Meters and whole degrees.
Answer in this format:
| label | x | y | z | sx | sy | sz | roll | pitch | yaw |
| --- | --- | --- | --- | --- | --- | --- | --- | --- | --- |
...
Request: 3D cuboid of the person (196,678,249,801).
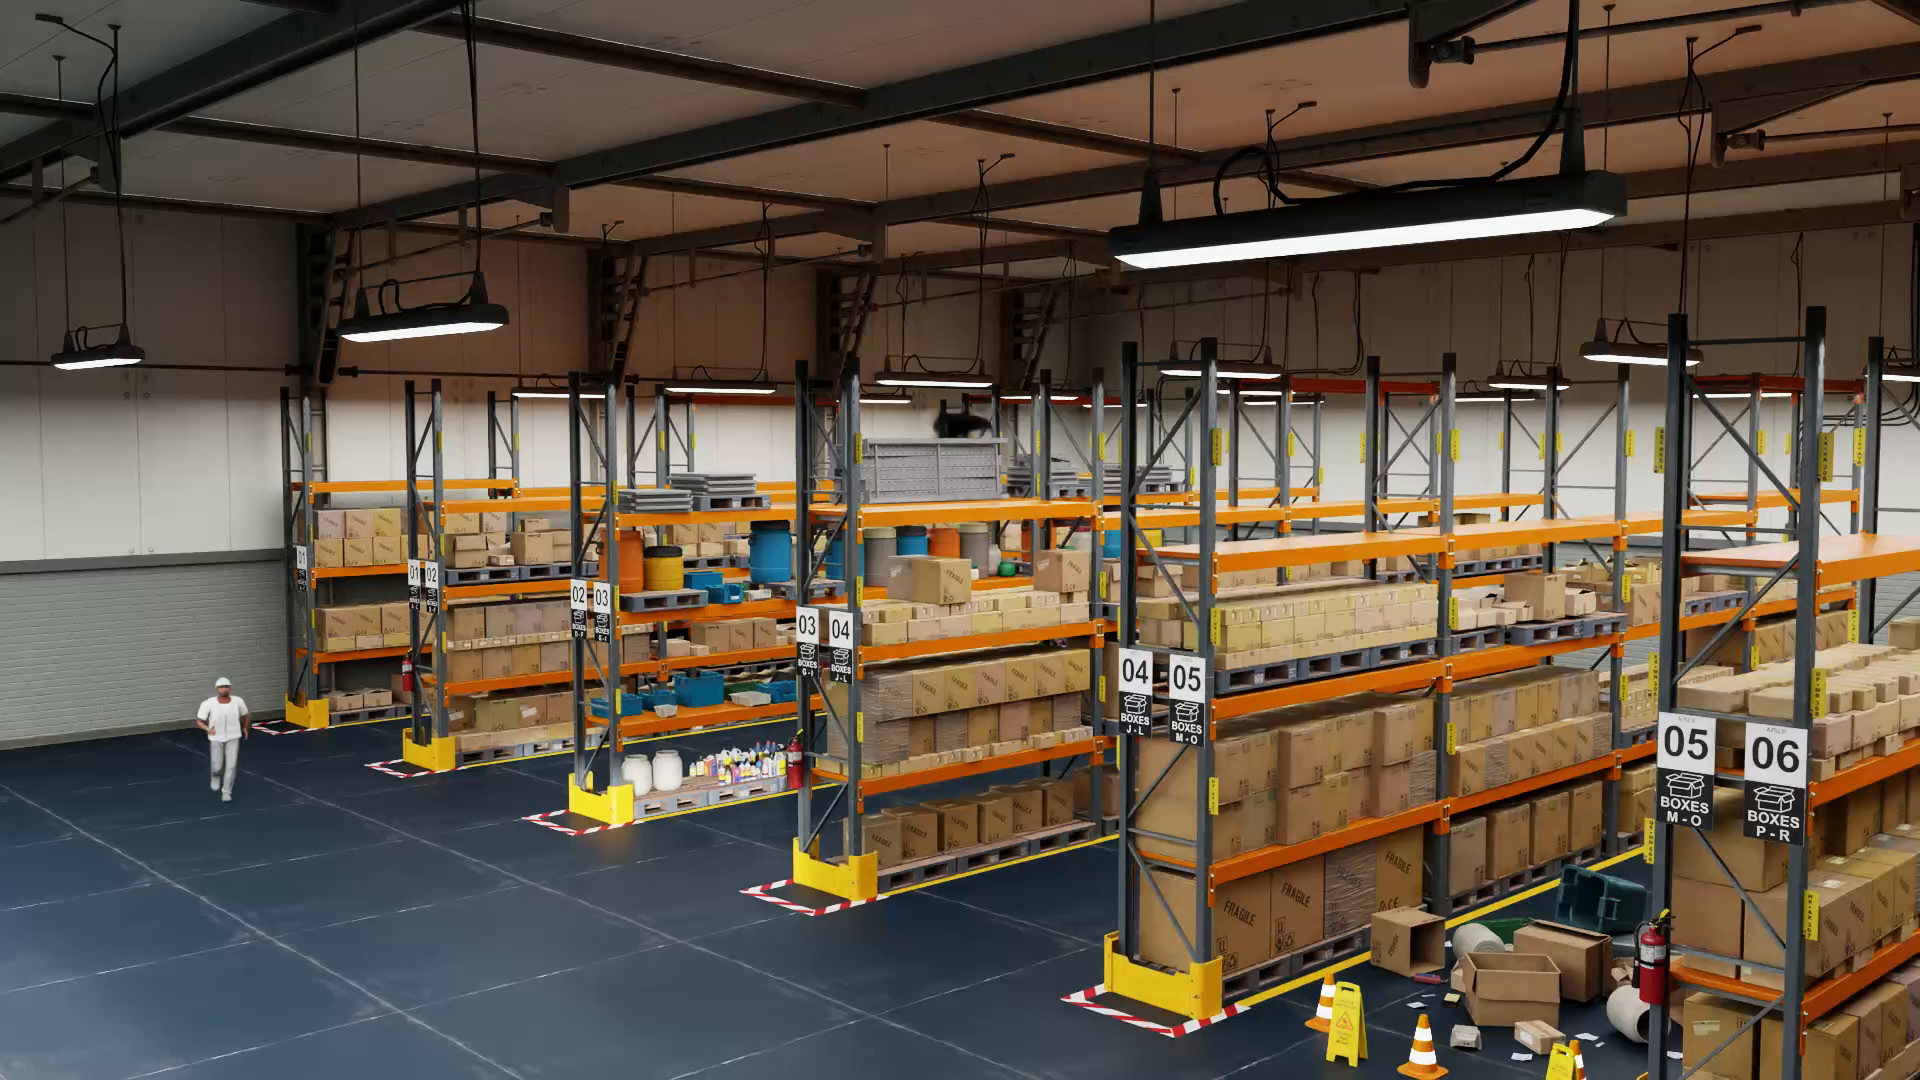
| label | x | y | z | sx | sy | sz | roll | pitch | yaw |
| --- | --- | --- | --- | --- | --- | --- | --- | --- | --- |
| person | -10.396 | 2.799 | 23.494 | 0.699 | 1.728 | 0.687 | -2 | 4 | -32 |
